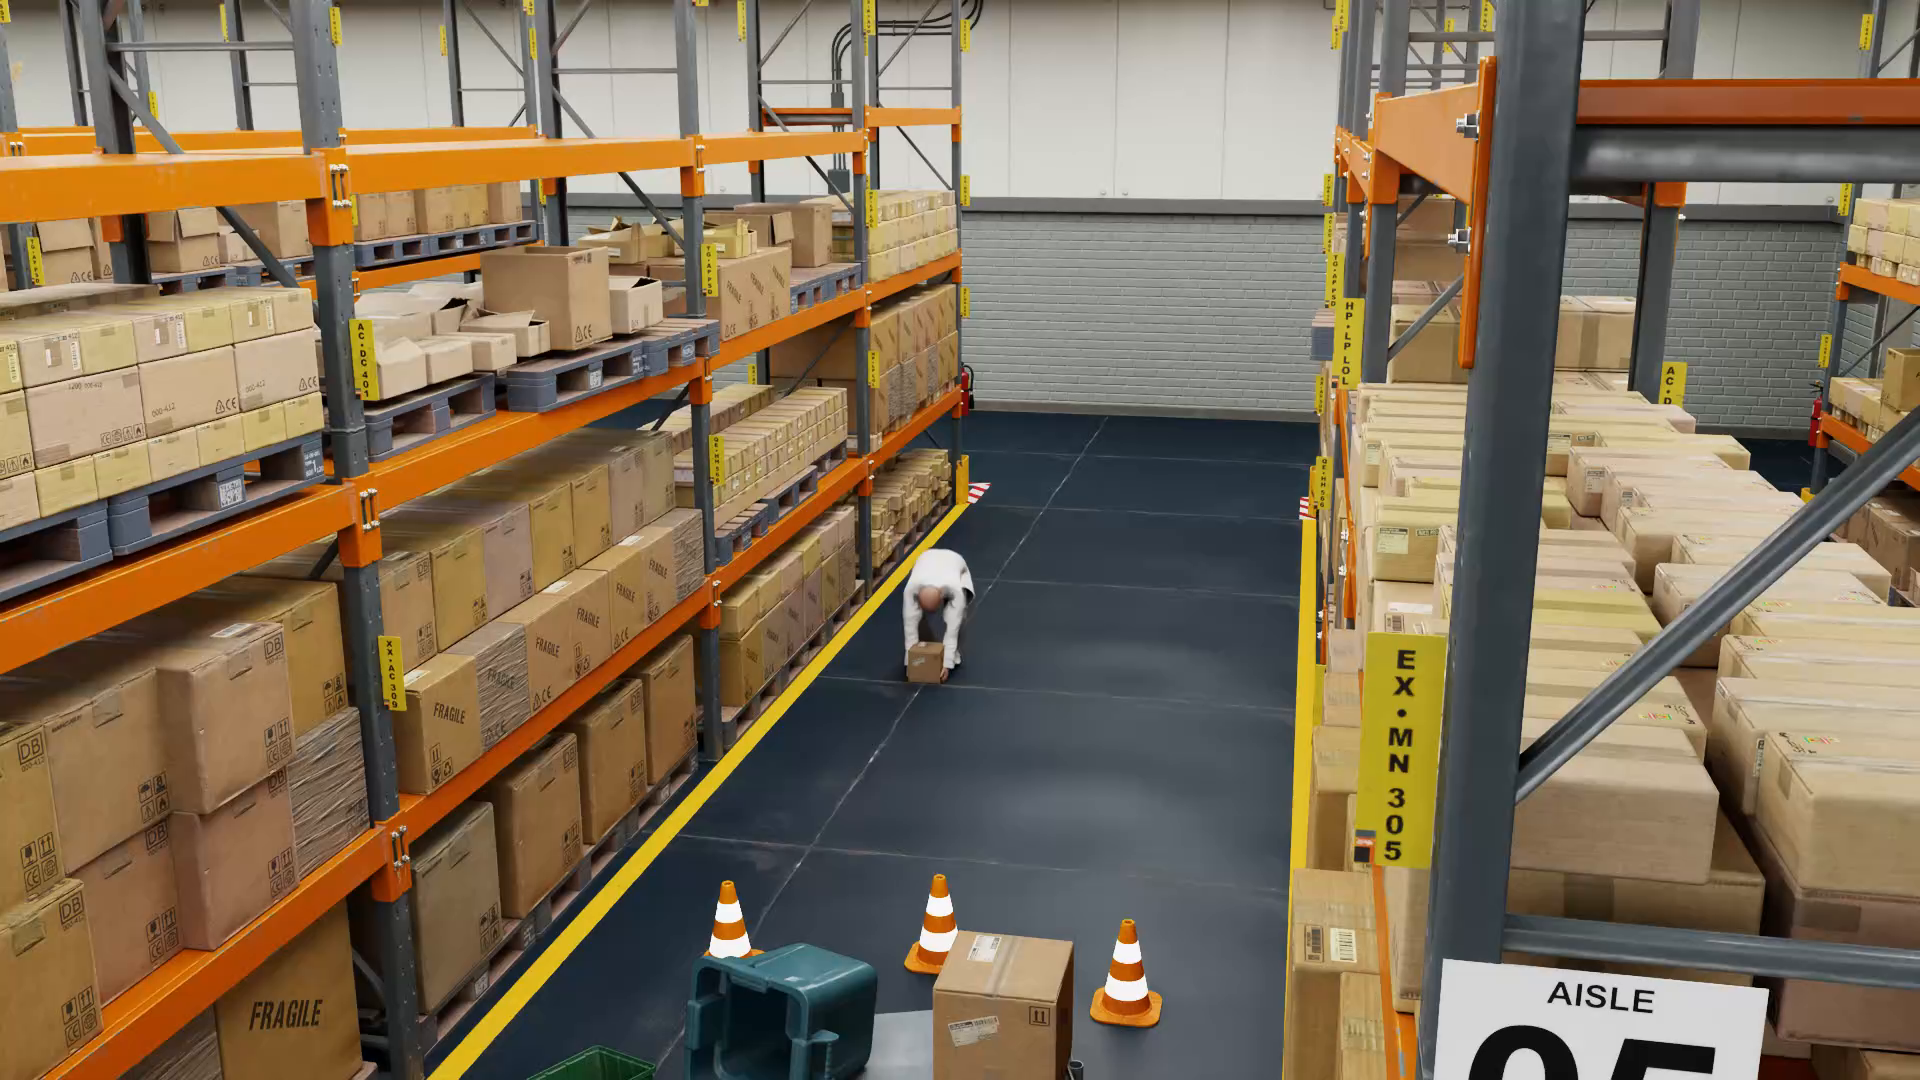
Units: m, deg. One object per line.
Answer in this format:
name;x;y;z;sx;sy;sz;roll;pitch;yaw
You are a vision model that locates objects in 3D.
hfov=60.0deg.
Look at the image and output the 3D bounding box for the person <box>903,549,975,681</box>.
person;-0.188;0.566;13.141;0.587;0.911;0.951;2;15;10
